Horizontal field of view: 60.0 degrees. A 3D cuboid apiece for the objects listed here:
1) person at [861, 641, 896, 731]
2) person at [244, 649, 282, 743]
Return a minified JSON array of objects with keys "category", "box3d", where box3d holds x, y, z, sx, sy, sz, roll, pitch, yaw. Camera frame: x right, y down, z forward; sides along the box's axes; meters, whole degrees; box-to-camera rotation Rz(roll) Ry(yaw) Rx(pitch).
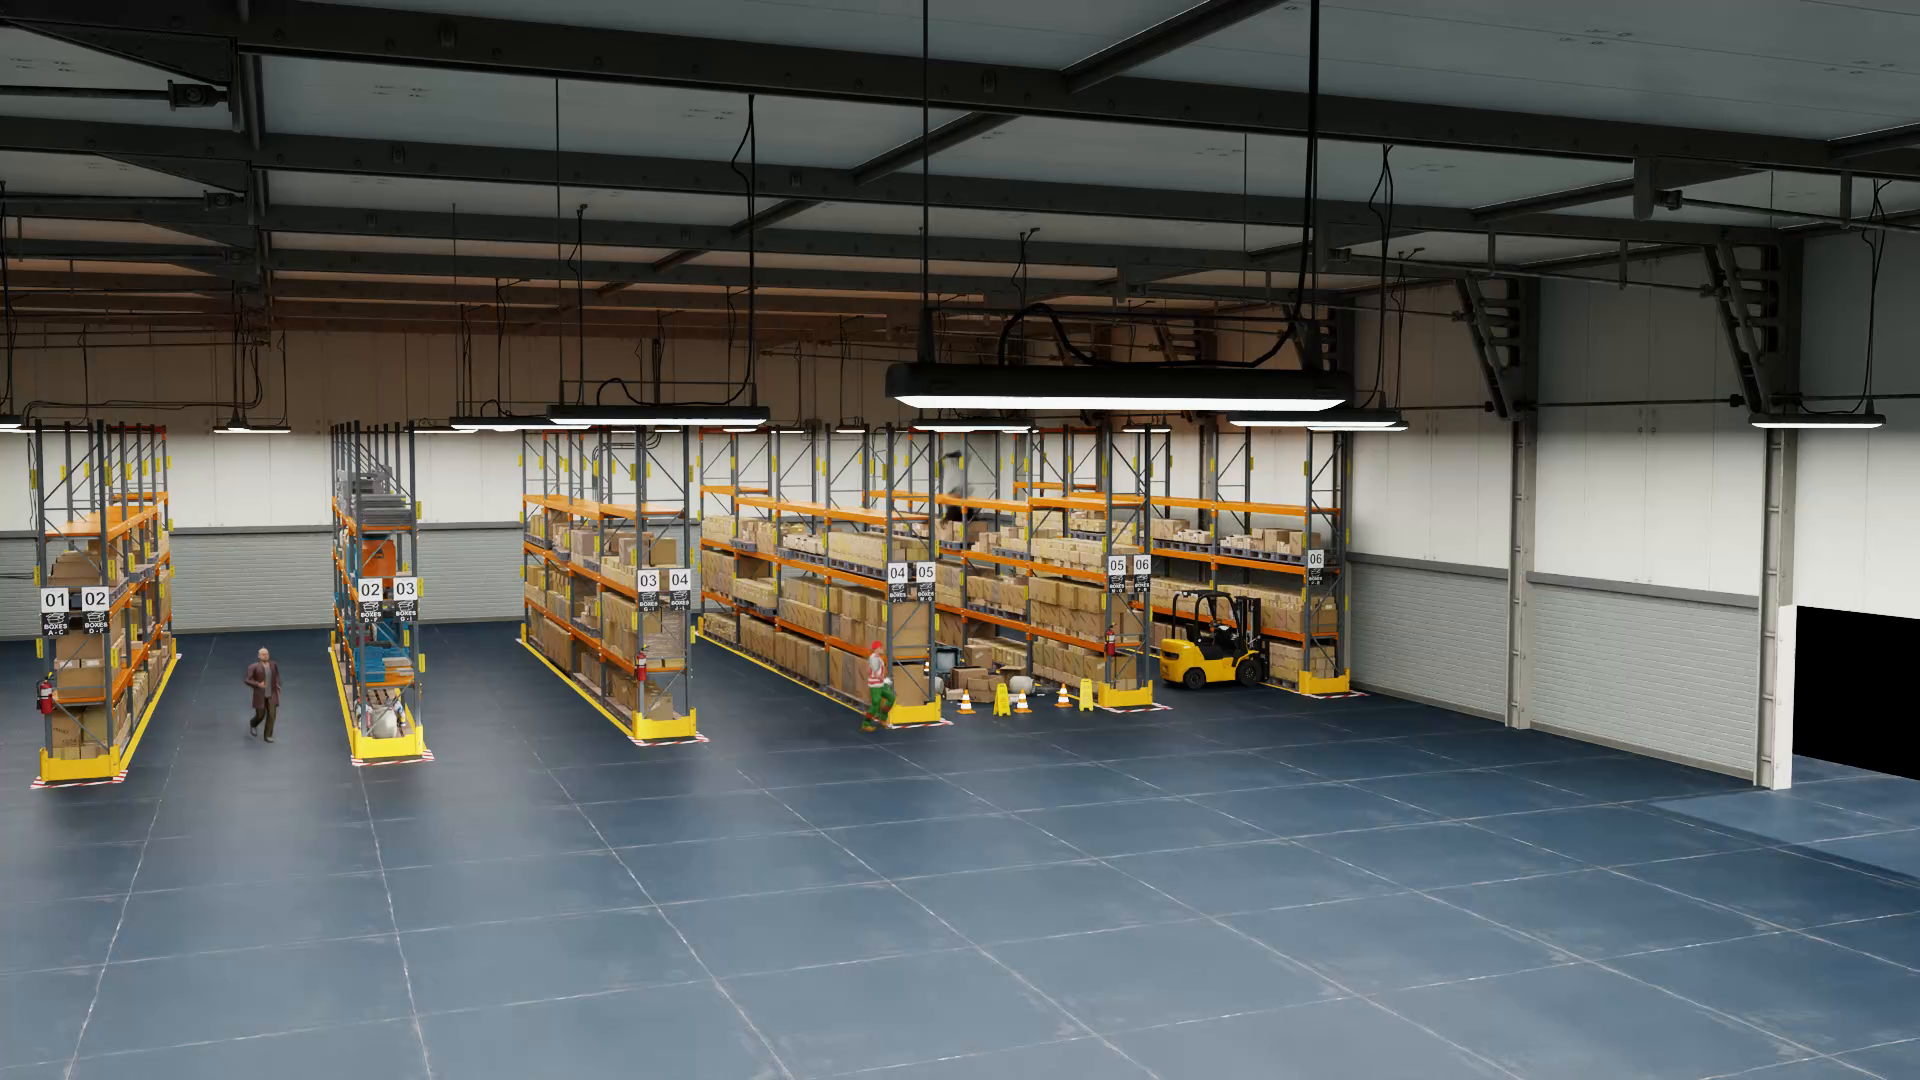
[{"category":"person","box3d":[-1.582,2.831,32.150,0.664,1.784,0.642,0,4,0]},{"category":"person","box3d":[-13.033,2.940,31.125,0.835,1.662,0.712,4,5,45]}]
